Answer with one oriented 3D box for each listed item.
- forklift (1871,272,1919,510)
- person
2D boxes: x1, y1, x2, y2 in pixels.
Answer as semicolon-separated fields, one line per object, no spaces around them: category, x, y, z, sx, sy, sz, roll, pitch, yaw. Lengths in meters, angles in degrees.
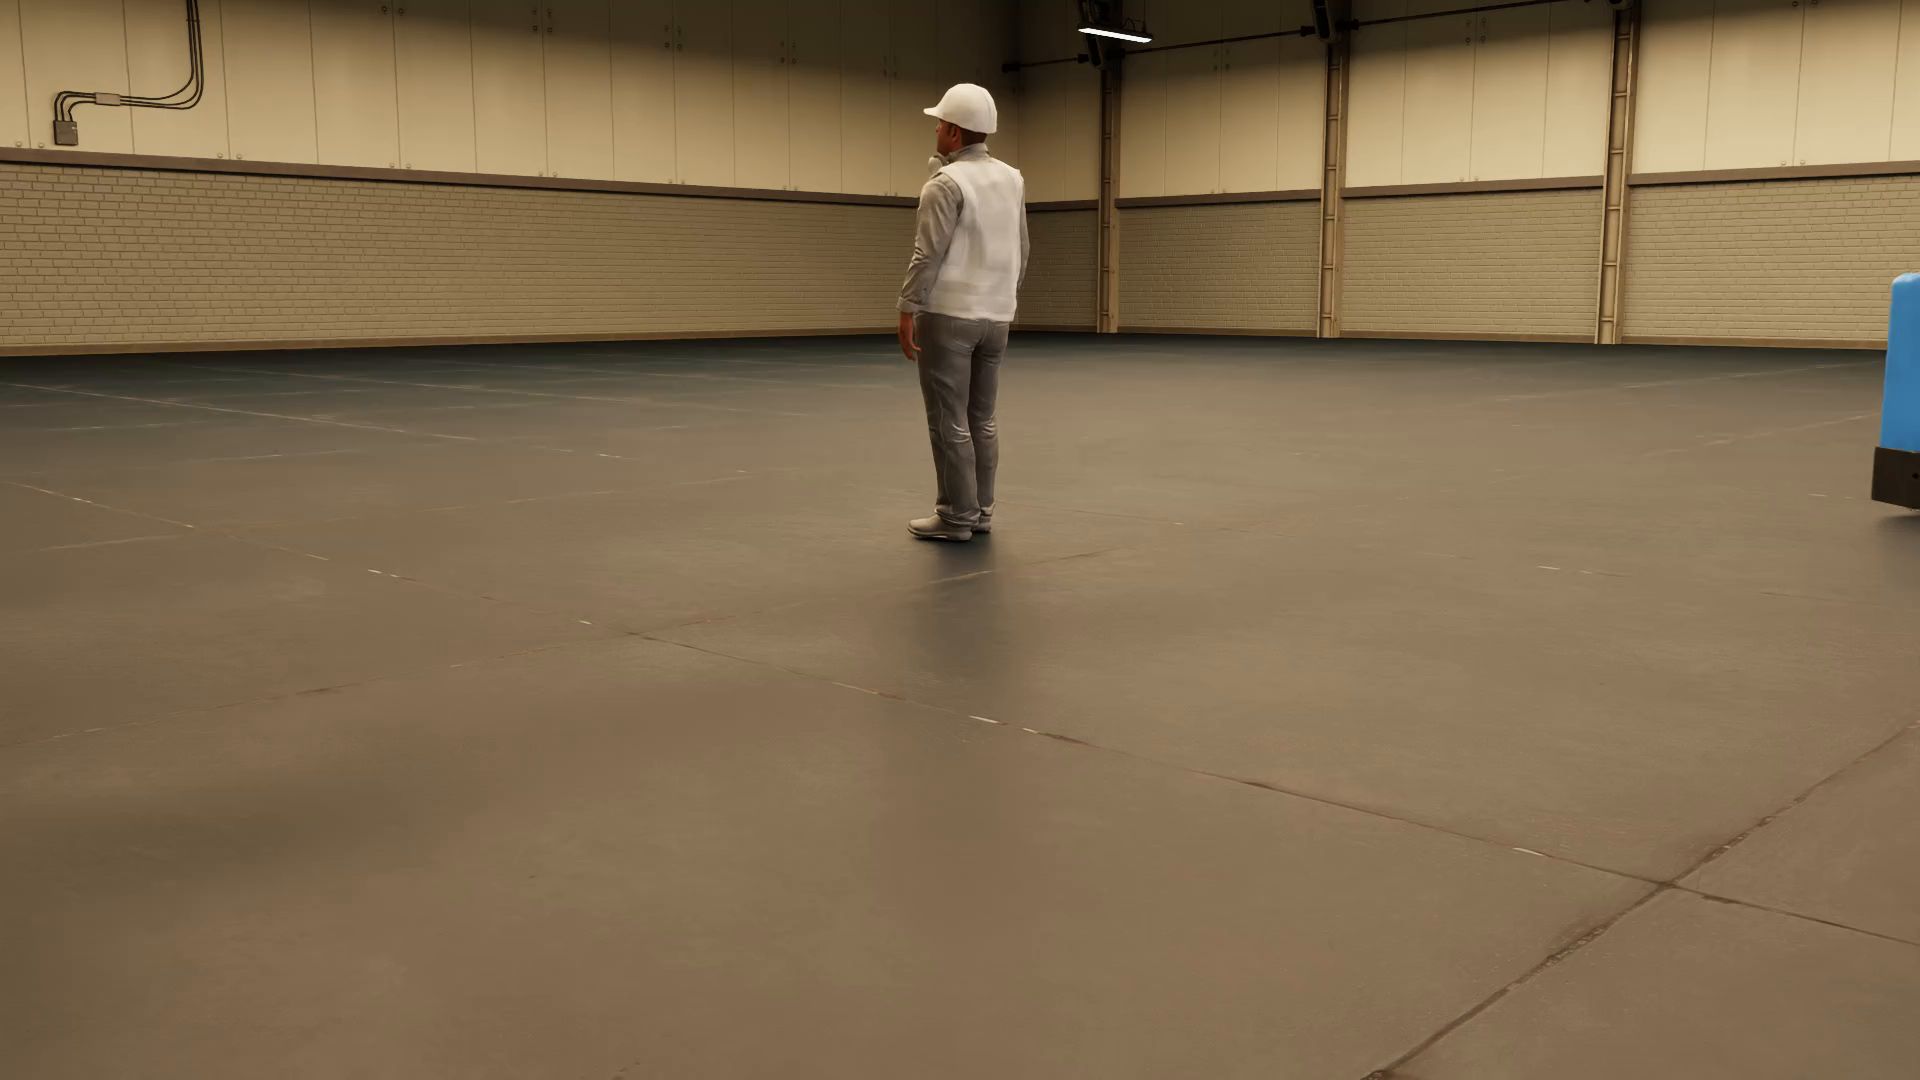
forklift;5.604;-1.503;6.858;3.031;2.935;1.130;0;9;-3
person;-0.040;-0.892;6.632;0.566;1.775;0.634;8;12;43
